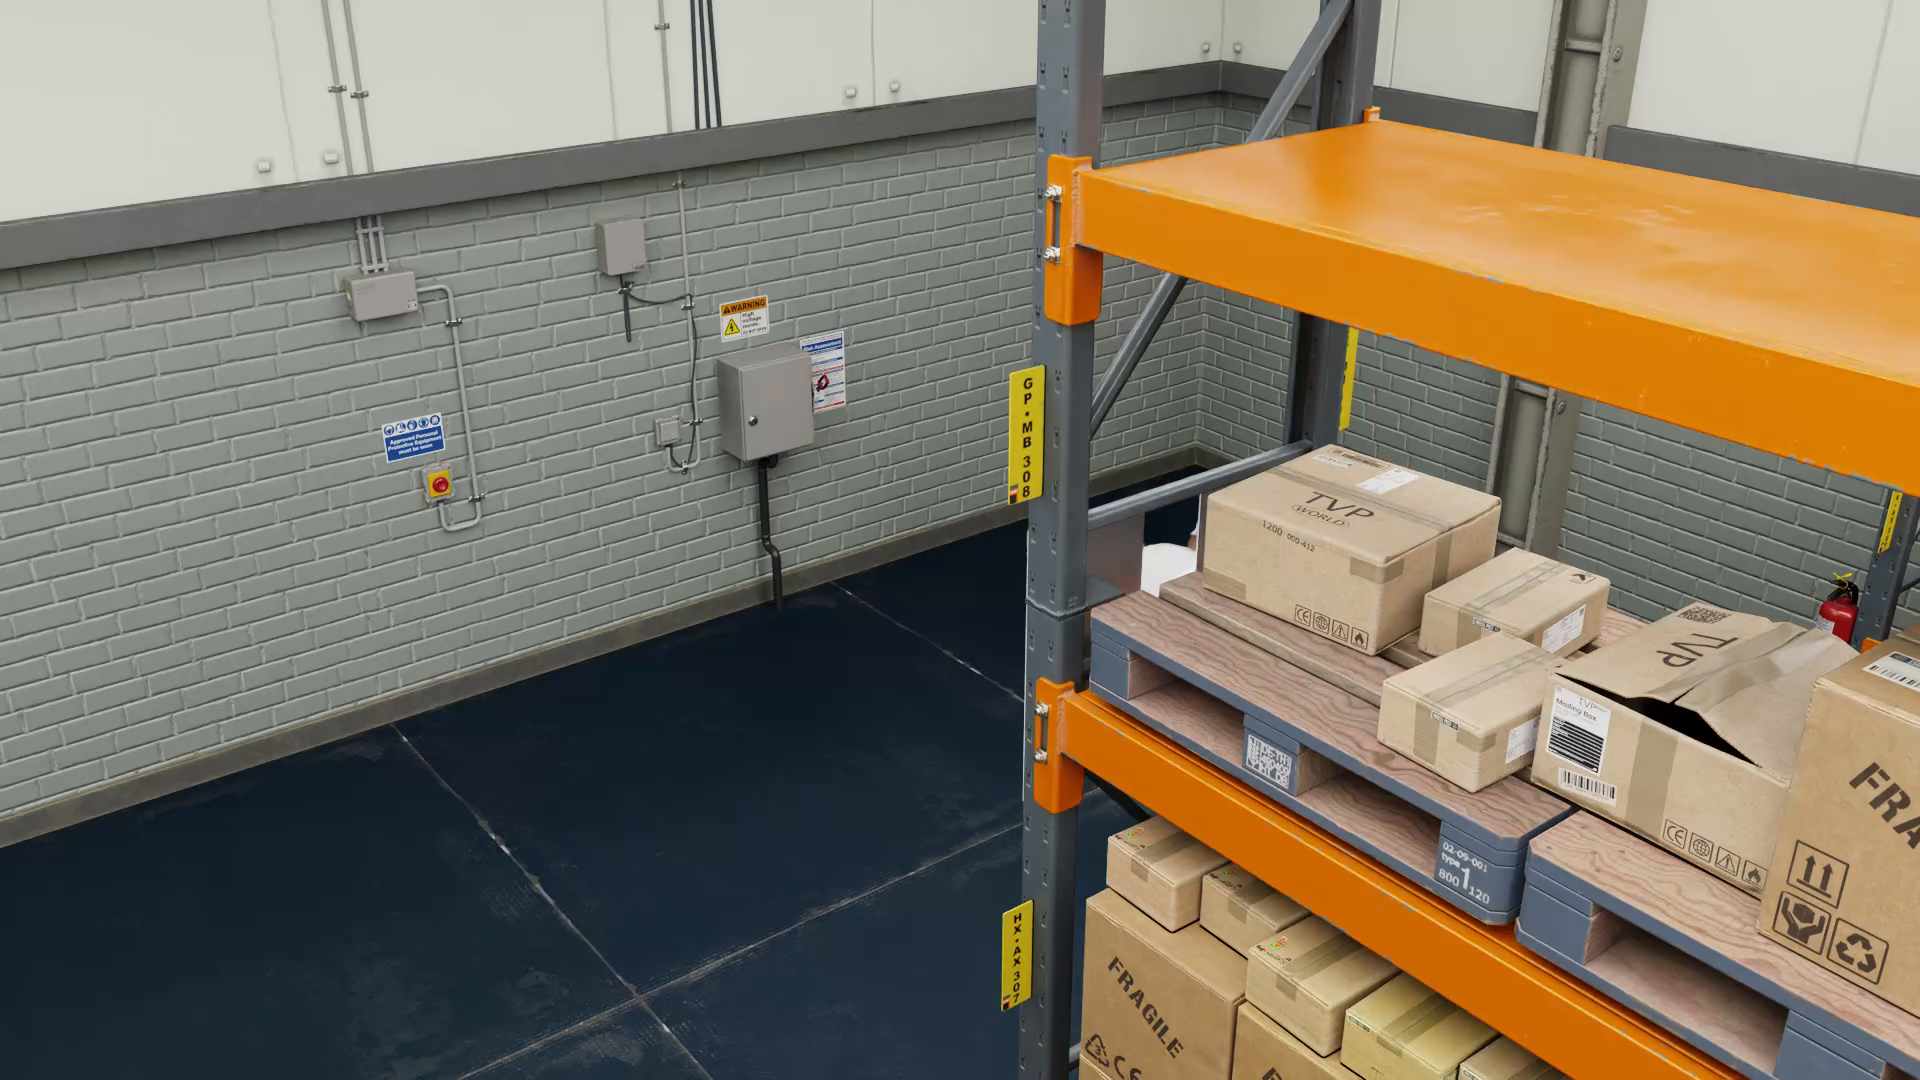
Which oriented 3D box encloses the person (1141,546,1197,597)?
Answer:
[{"bbox_3d":[1.188,0.528,9.430,0.915,0.954,0.574,-18,30,-34],"label":"person"}]
